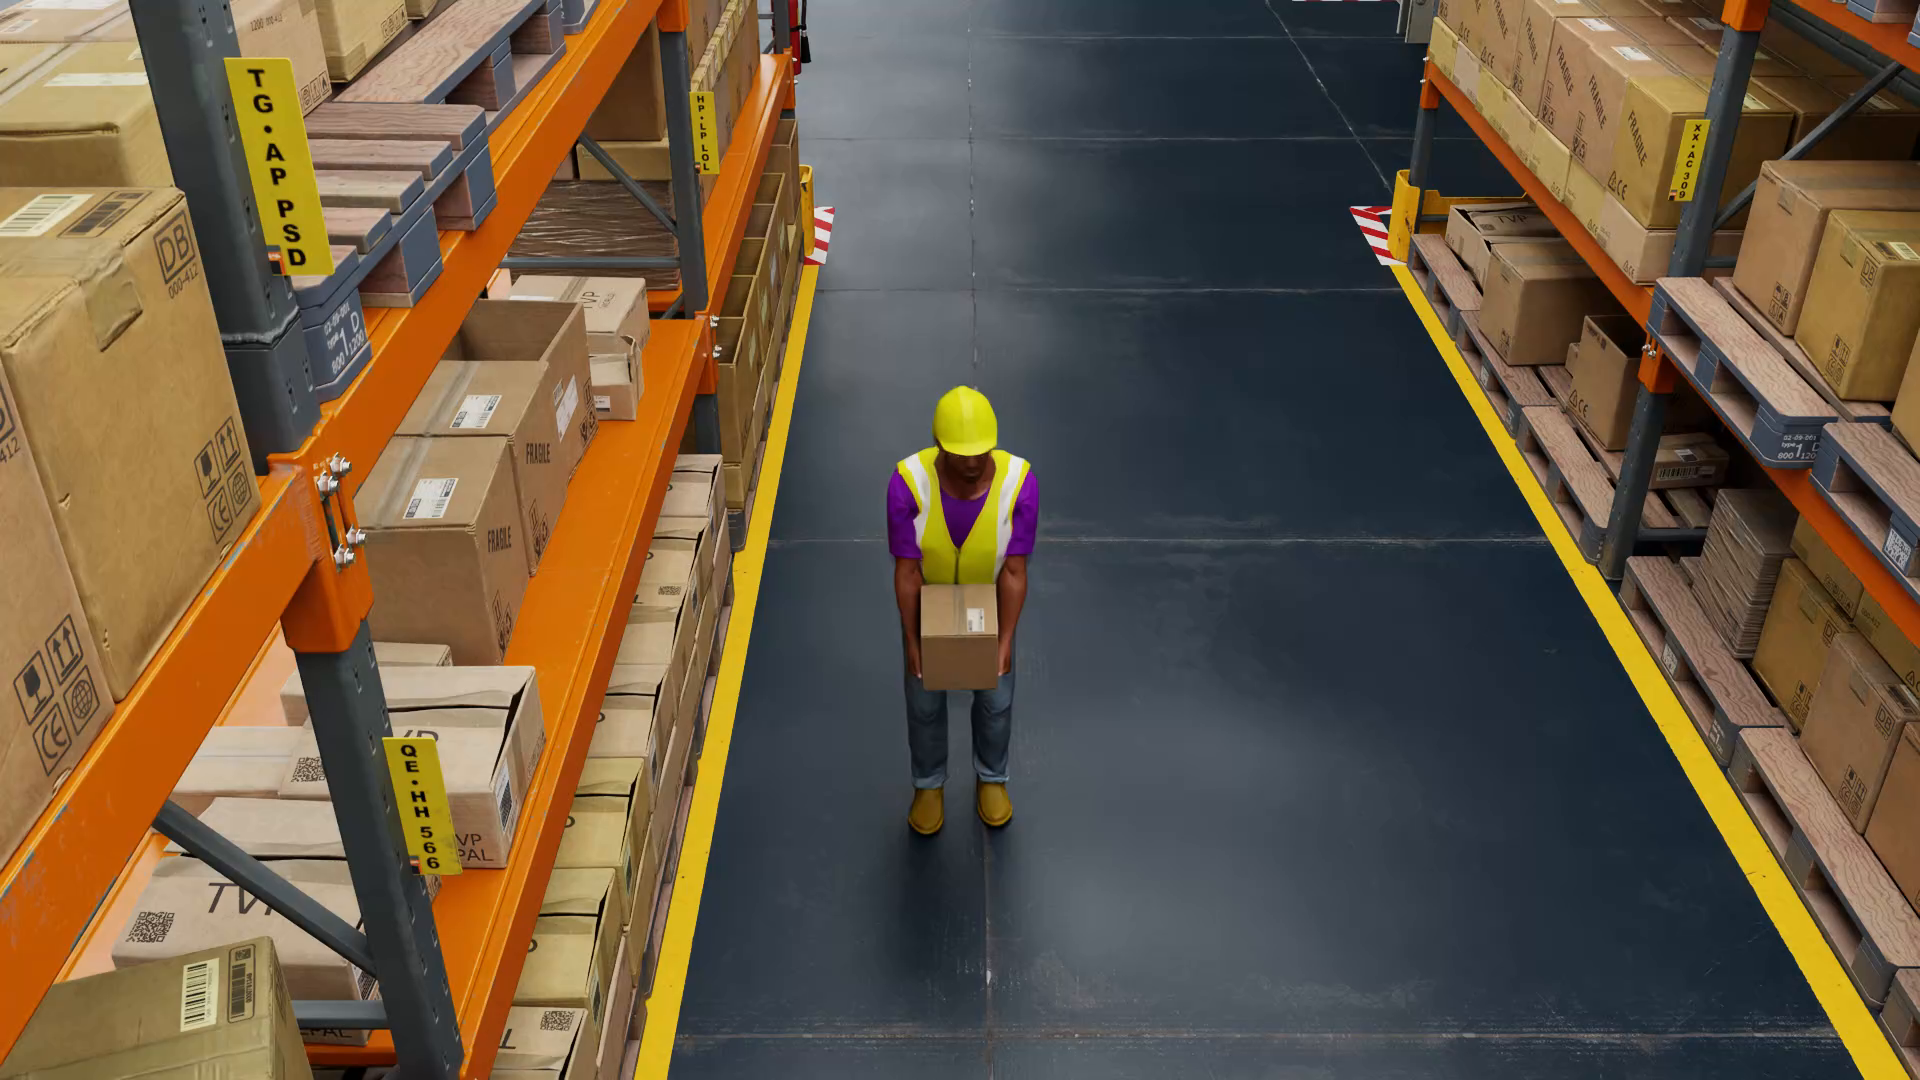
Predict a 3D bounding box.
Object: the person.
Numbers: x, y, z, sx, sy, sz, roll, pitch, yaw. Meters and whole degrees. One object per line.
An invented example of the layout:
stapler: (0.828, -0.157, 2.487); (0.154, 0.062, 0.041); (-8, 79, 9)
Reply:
person: (0.011, 0.270, 5.686); (0.501, 1.746, 0.593); (0, 31, -1)
